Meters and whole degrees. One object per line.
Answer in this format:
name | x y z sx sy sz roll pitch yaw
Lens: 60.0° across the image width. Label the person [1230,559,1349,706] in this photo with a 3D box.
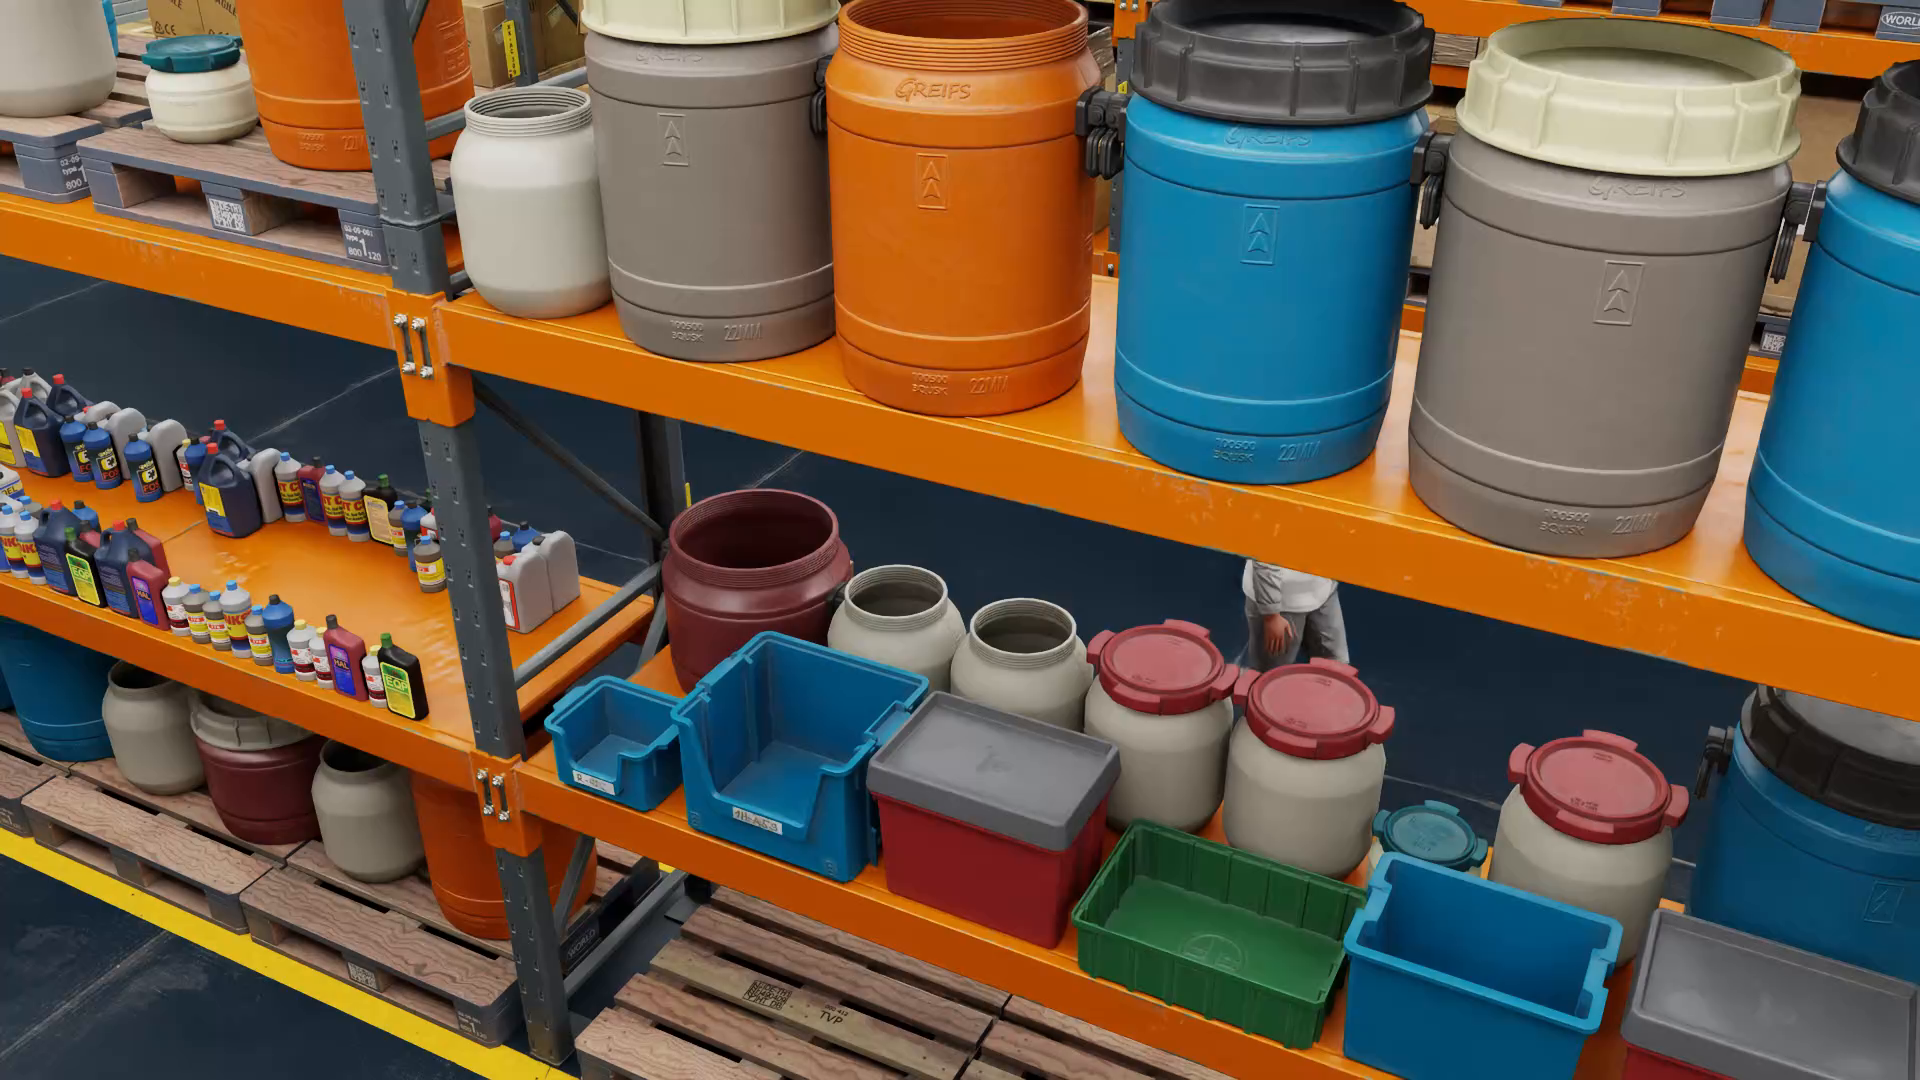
person | 1.305 0.182 6.783 0.865 1.736 0.551 18 35 29
